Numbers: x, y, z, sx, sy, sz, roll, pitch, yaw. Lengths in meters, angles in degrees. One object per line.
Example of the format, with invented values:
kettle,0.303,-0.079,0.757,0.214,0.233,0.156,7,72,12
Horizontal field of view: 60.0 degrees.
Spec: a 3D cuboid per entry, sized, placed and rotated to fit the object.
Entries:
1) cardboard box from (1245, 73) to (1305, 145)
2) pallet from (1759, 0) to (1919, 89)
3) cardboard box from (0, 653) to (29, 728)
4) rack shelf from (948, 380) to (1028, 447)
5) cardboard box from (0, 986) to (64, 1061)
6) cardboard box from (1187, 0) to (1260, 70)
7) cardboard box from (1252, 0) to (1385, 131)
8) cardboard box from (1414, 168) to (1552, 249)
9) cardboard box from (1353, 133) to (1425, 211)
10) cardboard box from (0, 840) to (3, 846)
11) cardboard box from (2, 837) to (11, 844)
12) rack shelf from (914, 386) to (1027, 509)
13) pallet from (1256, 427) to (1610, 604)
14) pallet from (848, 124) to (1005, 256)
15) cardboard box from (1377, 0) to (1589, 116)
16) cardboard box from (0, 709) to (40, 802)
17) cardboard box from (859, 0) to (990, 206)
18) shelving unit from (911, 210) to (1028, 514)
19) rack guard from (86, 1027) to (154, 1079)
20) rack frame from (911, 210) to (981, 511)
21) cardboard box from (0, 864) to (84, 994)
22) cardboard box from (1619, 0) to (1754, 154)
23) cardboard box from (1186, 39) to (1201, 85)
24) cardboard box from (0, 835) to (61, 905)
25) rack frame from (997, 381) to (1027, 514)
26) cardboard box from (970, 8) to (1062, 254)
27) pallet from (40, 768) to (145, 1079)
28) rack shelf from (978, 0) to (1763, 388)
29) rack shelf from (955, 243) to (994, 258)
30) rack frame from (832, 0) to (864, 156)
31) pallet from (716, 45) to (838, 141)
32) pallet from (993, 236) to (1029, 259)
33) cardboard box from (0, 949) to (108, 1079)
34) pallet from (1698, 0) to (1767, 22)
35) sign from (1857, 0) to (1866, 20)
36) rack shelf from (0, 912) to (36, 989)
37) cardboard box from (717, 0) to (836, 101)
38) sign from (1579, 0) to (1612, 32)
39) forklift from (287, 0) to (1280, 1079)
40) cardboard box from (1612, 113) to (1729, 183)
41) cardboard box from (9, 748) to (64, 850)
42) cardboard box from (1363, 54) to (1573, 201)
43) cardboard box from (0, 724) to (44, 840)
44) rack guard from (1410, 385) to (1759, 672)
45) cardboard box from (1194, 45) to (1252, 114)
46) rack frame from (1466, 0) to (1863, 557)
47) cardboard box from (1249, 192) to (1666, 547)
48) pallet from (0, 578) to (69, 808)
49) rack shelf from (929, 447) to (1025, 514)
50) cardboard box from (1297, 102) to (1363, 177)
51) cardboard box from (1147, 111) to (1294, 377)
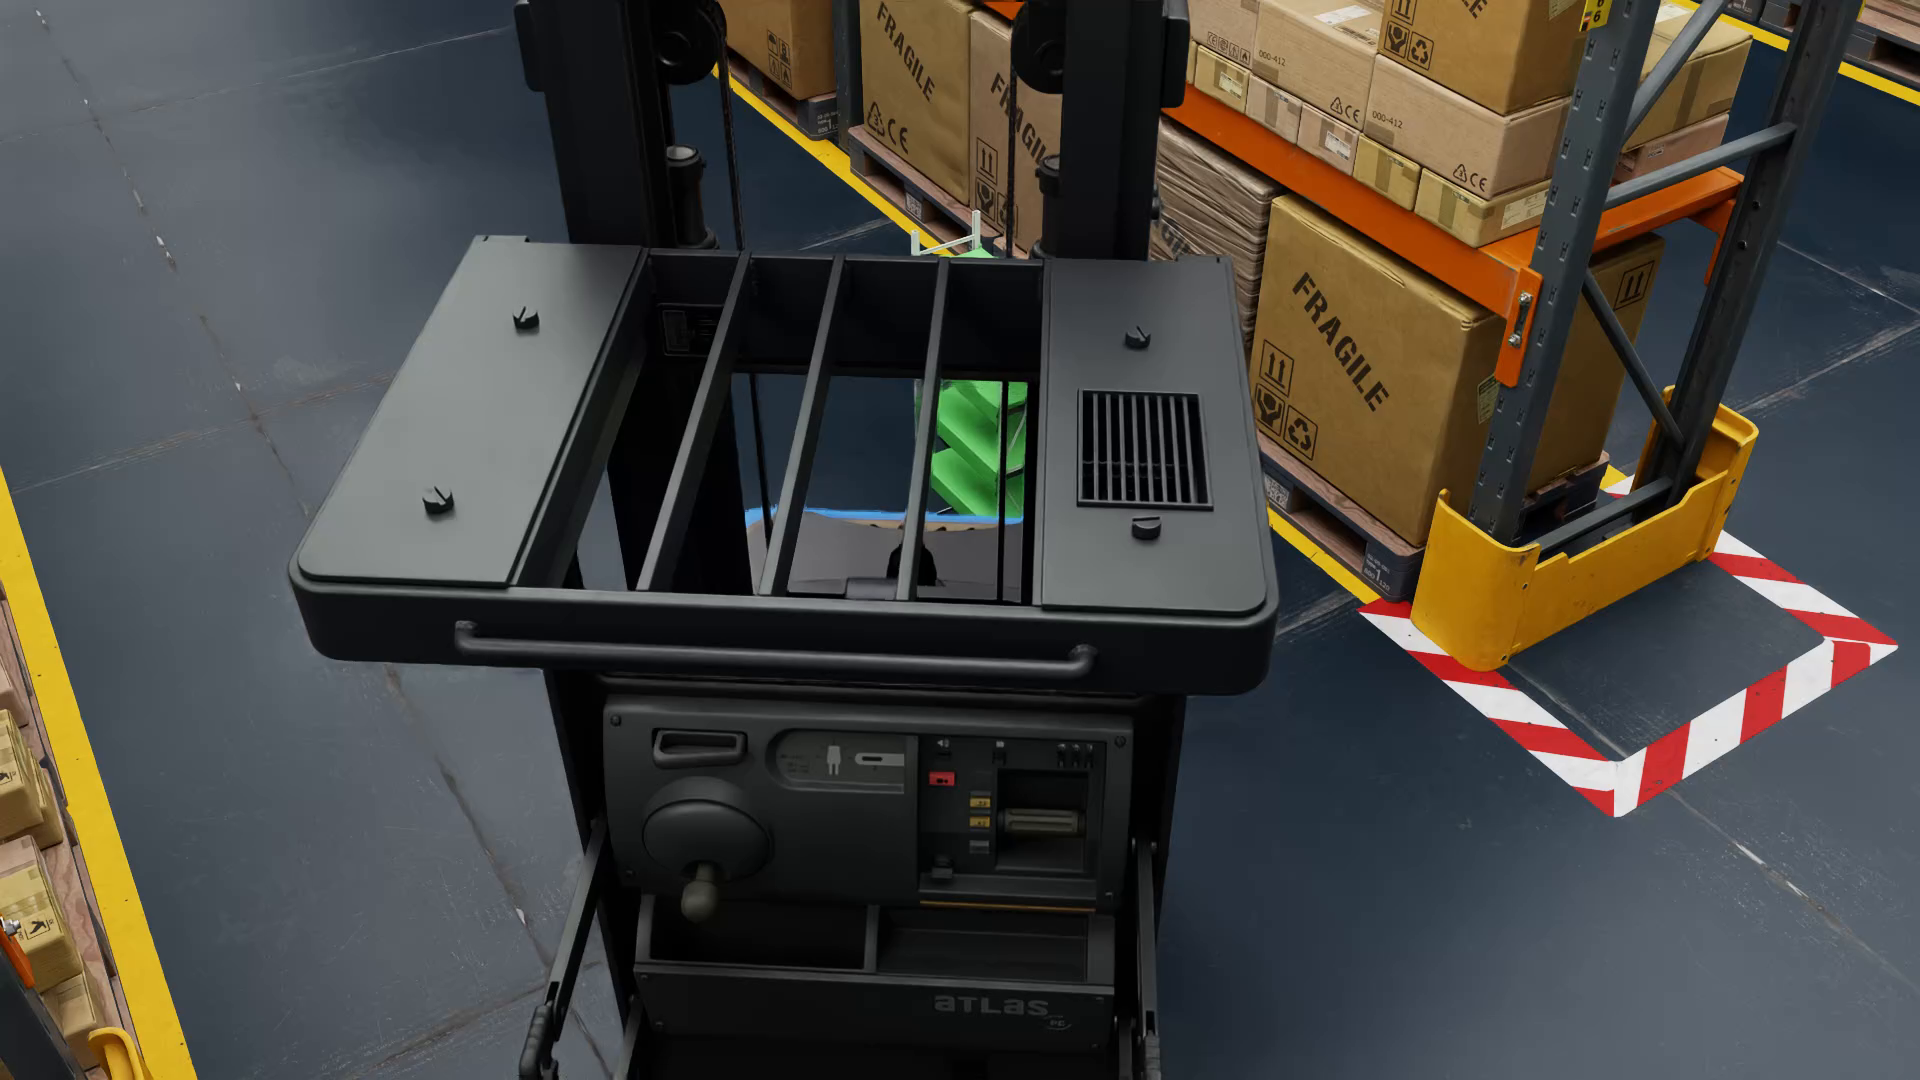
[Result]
cardboard box,1.141,-1.419,5.306,0.380,0.149,0.250,-21,44,-24
pallet,5.133,-2.775,8.915,1.003,0.211,1.213,-22,45,-24
cardboard box,-2.901,0.479,4.731,0.380,0.149,0.250,-24,46,-26
rack shelf,0.089,-0.507,5.146,0.258,0.148,0.480,-22,45,-24
cardboard box,-2.282,1.076,3.782,0.380,0.149,0.250,-20,44,-23
cardboard box,0.989,-1.801,5.452,0.500,0.250,0.500,-24,45,-26
cardboard box,1.263,-1.526,5.123,0.500,0.250,0.500,-23,45,-25
cardboard box,1.551,-1.007,4.812,0.380,0.149,0.250,-21,44,-24
cardboard box,1.409,-1.147,4.980,0.380,0.149,0.250,-22,44,-24
cardboard box,-2.588,0.807,4.105,0.380,0.149,0.250,-22,44,-24
cardboard box,-2.578,0.924,4.197,0.380,0.149,0.250,-22,44,-24
rack shelf,0.089,-0.323,5.300,0.258,0.148,0.480,-22,45,-24
pallet,1.524,-0.358,6.015,1.003,0.211,1.213,-22,45,-24
pallet,0.212,-1.675,7.596,1.003,0.211,1.213,-22,45,-24
cardboard box,1.536,-1.542,4.557,0.500,0.500,0.500,-22,44,-24
cardboard box,-2.634,0.631,4.316,0.380,0.149,0.250,-21,44,-23
cardboard box,0.156,-2.145,7.313,0.875,0.875,0.875,-22,45,-24
shelving unit,0.089,-0.372,5.259,0.258,1.200,0.503,-22,45,-24
rack guard,-2.257,1.547,3.503,1.175,0.500,0.348,-22,45,-24
rack frame,-0.042,-0.503,5.417,0.240,1.200,0.015,-22,45,-24
cardboard box,-2.212,0.933,3.721,0.380,0.149,0.250,-24,46,-26
cardboard box,1.989,-1.434,5.012,0.500,0.250,0.500,-23,45,-25
cardboard box,0.860,-1.698,5.641,0.380,0.149,0.250,-22,45,-24
cardboard box,-2.382,0.909,3.983,0.380,0.149,0.250,-22,45,-25
rack frame,0.220,-0.240,5.101,0.240,1.200,0.015,-22,45,-24
cardboard box,0.640,-1.660,6.730,0.875,0.875,0.875,-22,45,-24
pallet,-2.665,1.207,4.136,1.003,0.211,1.213,-22,45,-24
rack shelf,0.944,-1.828,6.163,1.077,0.370,4.000,-22,45,-24
rack shelf,0.089,-0.691,4.992,0.258,0.148,0.480,-22,45,-24
rack frame,-0.131,-3.184,7.228,1.000,3.000,0.127,-22,45,-24
pallet,-0.610,-2.503,8.589,1.003,0.211,1.213,-22,45,-24
pallet,0.872,-1.016,6.805,1.003,0.211,1.213,-22,45,-24
cardboard box,-2.228,1.169,3.903,0.380,0.149,0.250,-21,44,-24
pallet,4.473,-3.434,9.706,1.003,0.211,1.213,-22,45,-24
sign,2.491,-1.576,4.560,0.100,0.325,0.005,-22,45,-24
rack shelf,-3.292,-0.175,4.179,1.077,0.370,4.000,-22,45,-24
cardboard box,-0.492,-2.868,8.180,1.225,0.875,0.875,-22,45,-24
sign,1.555,-1.382,3.975,0.100,0.325,0.005,-22,45,-24
forklift,-0.175,0.565,2.782,1.130,2.935,3.031,2,40,3
cardboard box,2.107,-1.234,5.084,0.380,0.149,0.250,-22,44,-24
cardboard box,-2.623,0.748,4.408,0.380,0.149,0.250,-22,44,-24
cardboard box,1.535,-1.252,4.794,0.500,0.250,0.500,-23,45,-25
cardboard box,-2.489,0.646,4.066,0.380,0.149,0.250,-22,45,-25
rack guard,2.033,-0.052,5.422,1.175,0.500,0.348,-22,45,-24
cardboard box,1.000,-1.558,5.473,0.380,0.149,0.250,-23,45,-25
rack frame,2.020,-1.025,4.637,1.000,3.000,0.127,-22,45,-24
cardboard box,1.608,-0.688,5.564,0.875,0.875,0.875,-22,45,-24
pallet,-3.316,0.549,4.926,1.003,0.211,1.213,-22,45,-24
rack shelf,0.089,-0.138,5.453,0.258,0.148,0.480,-22,45,-24
cardboard box,1.275,-1.284,5.144,0.380,0.149,0.250,-22,45,-24
cardboard box,1.119,-1.179,6.154,0.875,0.875,0.875,-22,45,-24
